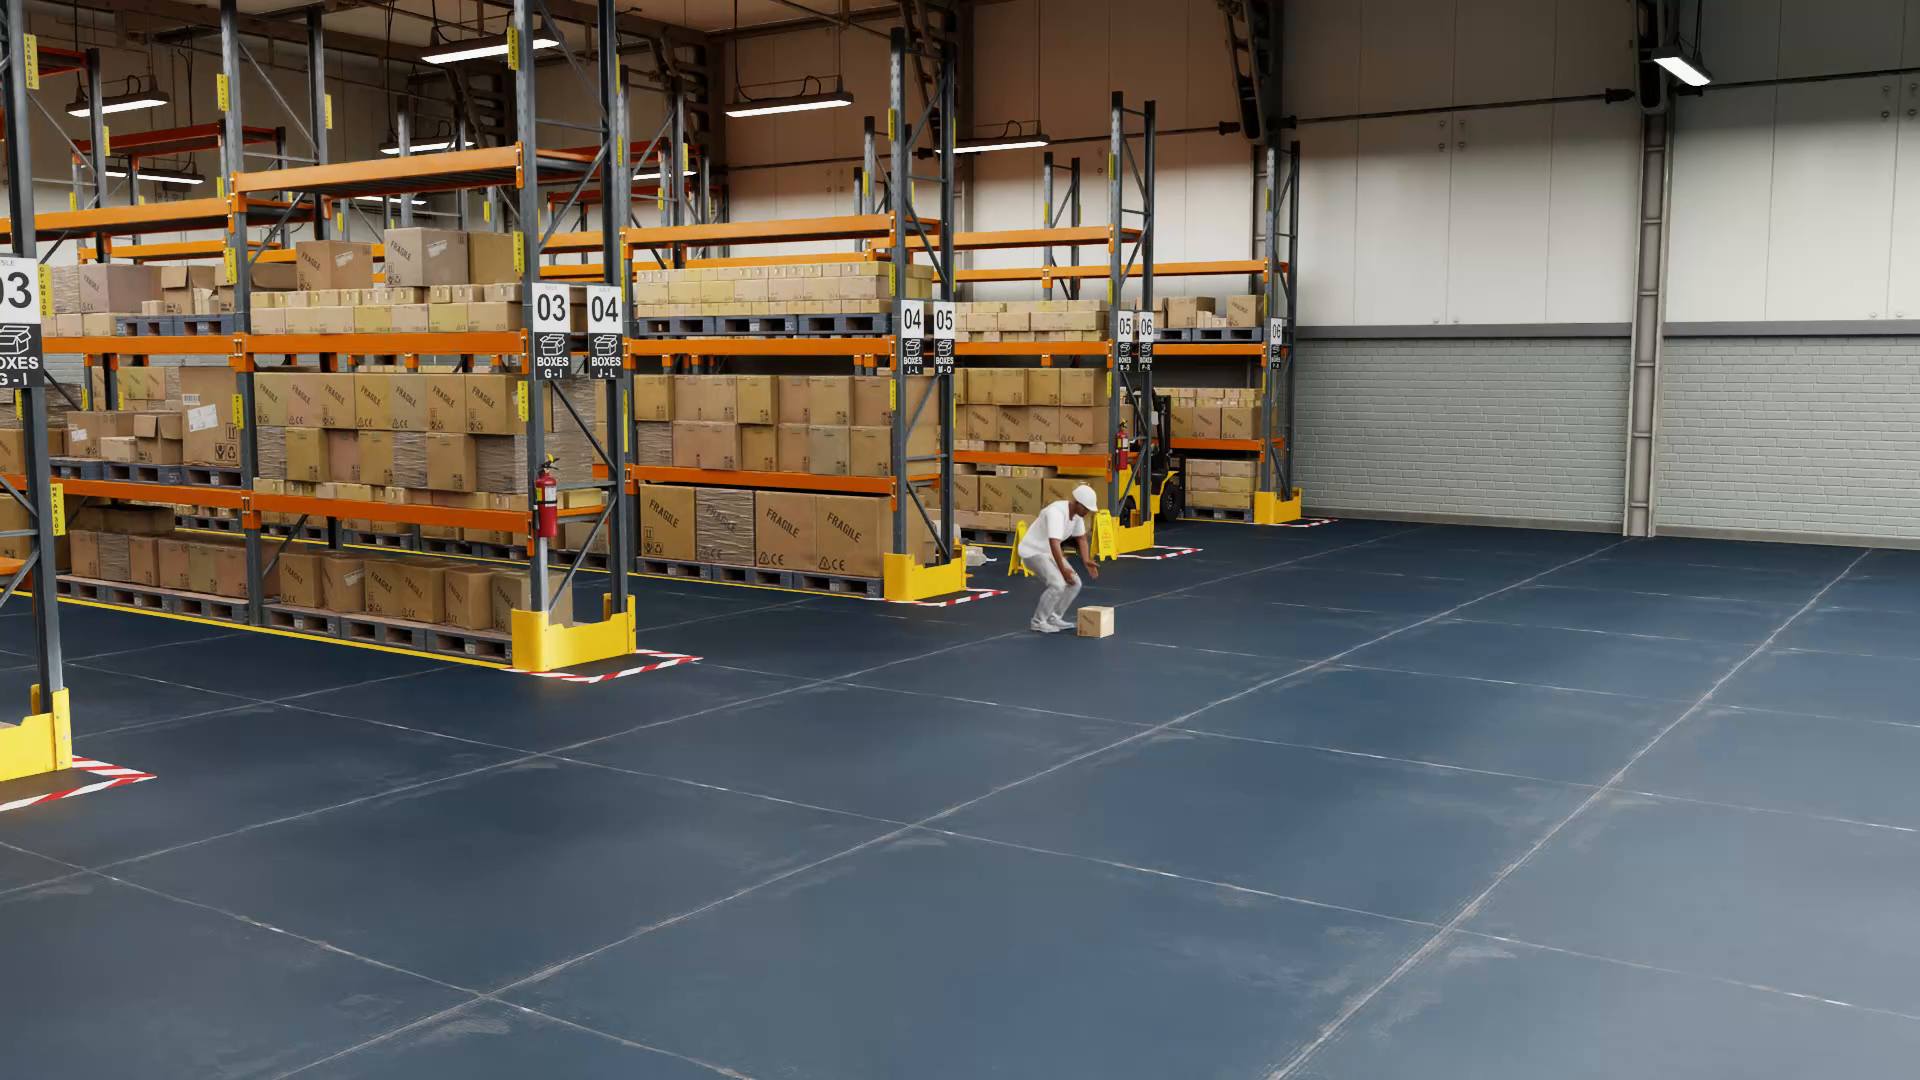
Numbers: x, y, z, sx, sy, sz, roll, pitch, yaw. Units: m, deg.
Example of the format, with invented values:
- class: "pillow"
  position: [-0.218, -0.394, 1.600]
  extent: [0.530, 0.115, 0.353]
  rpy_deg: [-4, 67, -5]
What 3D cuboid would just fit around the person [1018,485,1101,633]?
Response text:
- class: "person"
  position: [0.951, 0.168, 15.835]
  extent: [0.763, 1.399, 0.631]
  rpy_deg: [4, 8, 34]
